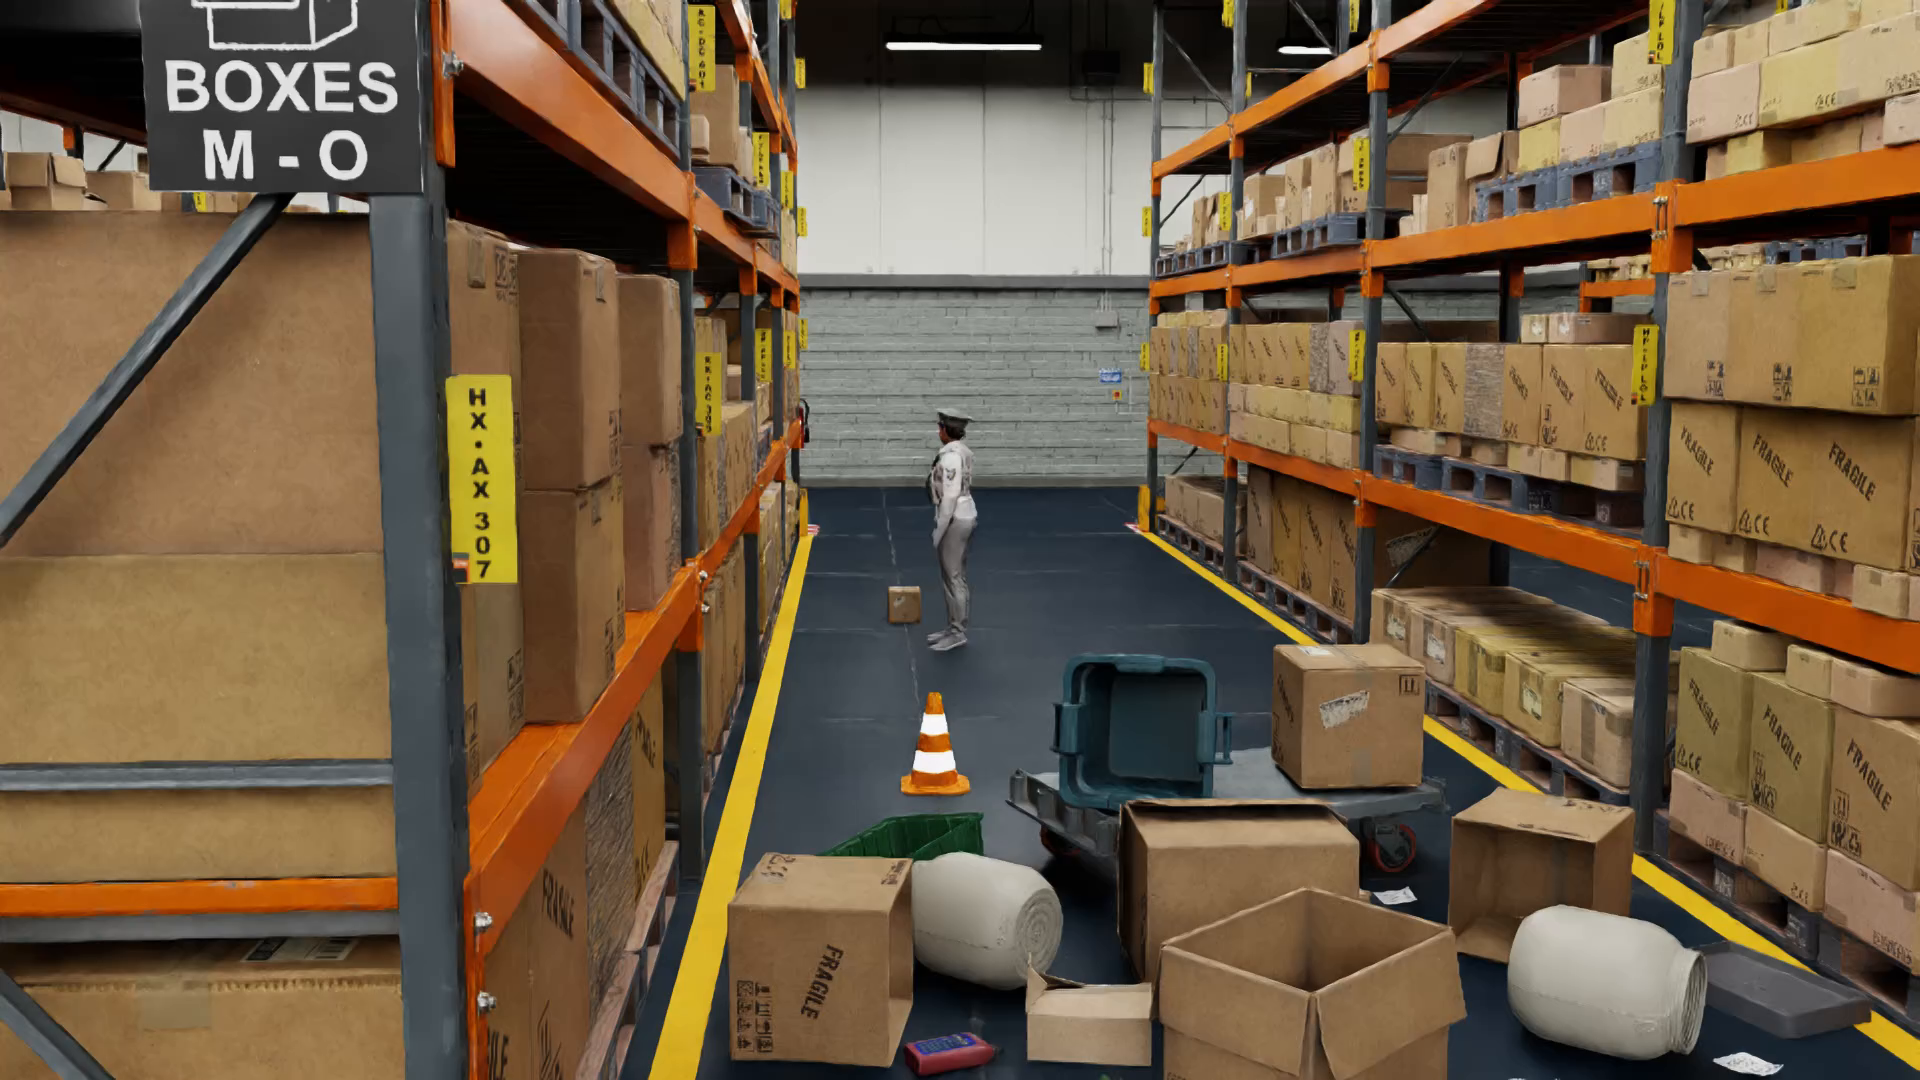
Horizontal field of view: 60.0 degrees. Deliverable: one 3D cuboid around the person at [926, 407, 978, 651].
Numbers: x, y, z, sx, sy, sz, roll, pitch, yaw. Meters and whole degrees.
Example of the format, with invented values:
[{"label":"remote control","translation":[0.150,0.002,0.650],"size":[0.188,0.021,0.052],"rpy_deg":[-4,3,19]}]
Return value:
[{"label":"person","translation":[-0.065,-0.076,11.804],"size":[0.377,1.721,0.534],"rpy_deg":[2,7,13]}]
